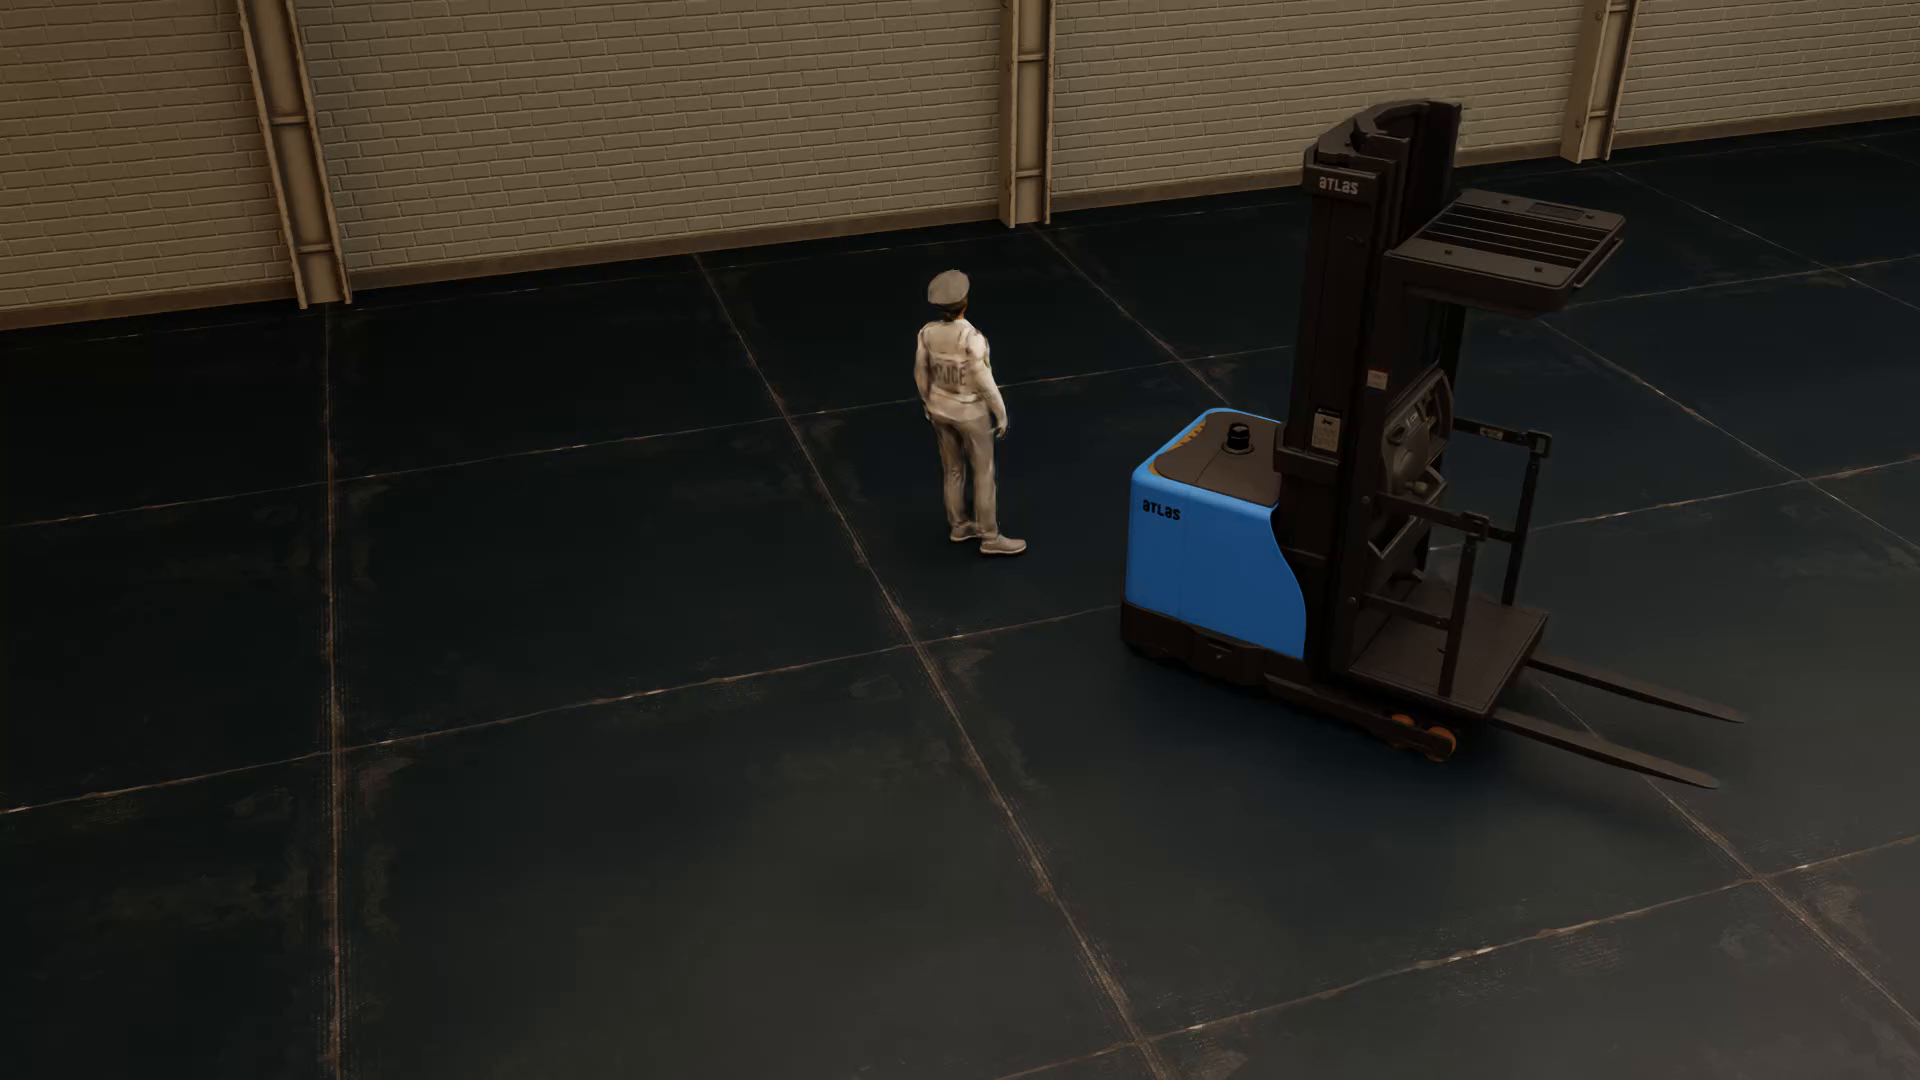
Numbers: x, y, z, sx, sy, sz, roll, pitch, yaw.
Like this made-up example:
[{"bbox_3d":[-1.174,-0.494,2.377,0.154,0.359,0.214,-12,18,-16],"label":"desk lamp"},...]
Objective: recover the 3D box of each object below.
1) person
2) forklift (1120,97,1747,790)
[{"bbox_3d":[0.049,-0.729,9.585,0.694,1.696,0.397,18,34,28],"label":"person"},{"bbox_3d":[2.378,-0.490,7.938,3.031,2.935,1.130,18,34,28],"label":"forklift"}]
